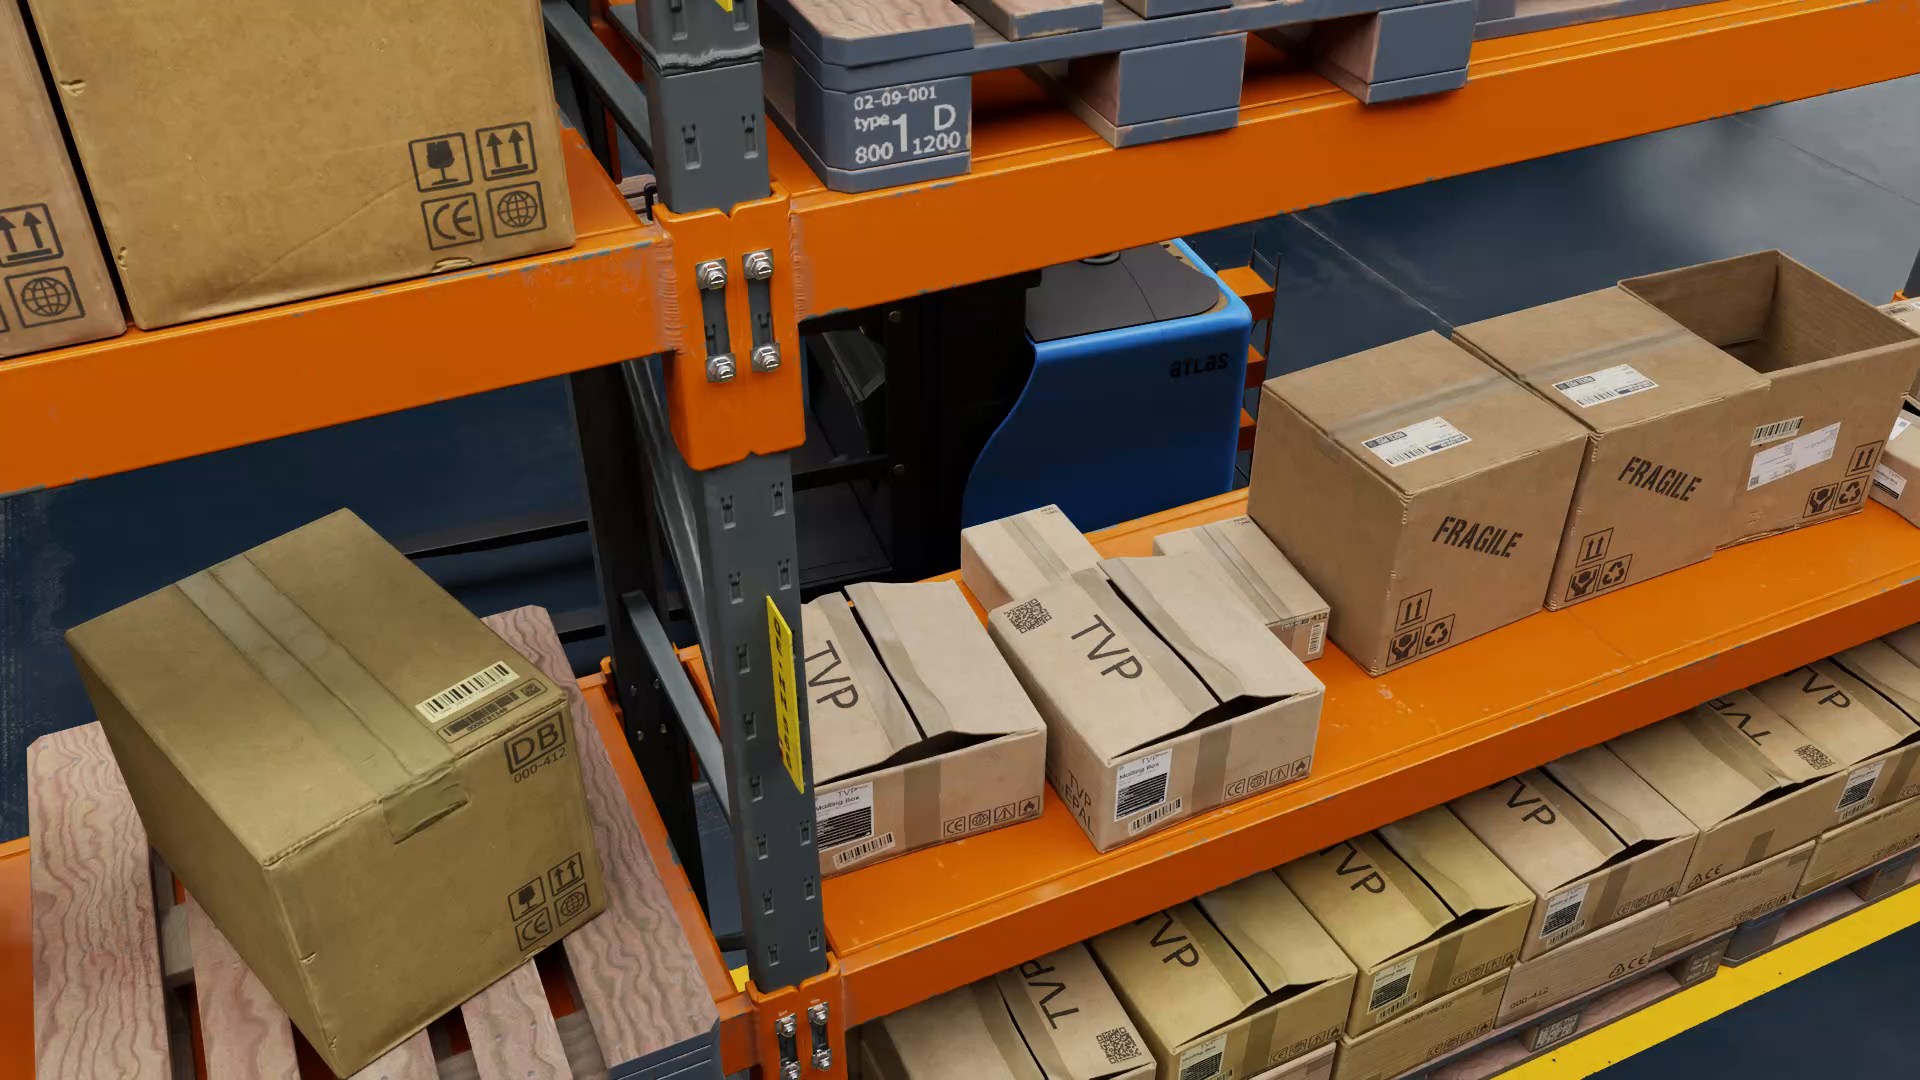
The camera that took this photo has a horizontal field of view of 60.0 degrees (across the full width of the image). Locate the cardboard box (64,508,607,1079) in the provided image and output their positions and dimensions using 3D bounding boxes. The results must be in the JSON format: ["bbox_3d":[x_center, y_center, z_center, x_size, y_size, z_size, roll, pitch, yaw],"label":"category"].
[{"bbox_3d":[-1.026,0.390,2.769,0.500,0.500,0.700,-30,46,-34],"label":"cardboard box"}]

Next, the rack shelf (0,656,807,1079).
[{"bbox_3d":[-2.314,1.174,2.753,4.000,0.370,1.077,-16,39,-20],"label":"rack shelf"}]

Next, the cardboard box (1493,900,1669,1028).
[{"bbox_3d":[1.483,0.948,4.409,0.500,0.250,0.500,-15,39,-19],"label":"cardboard box"}]

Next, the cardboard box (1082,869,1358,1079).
[{"bbox_3d":[0.567,0.978,3.899,0.500,0.311,0.500,-17,40,-21],"label":"cardboard box"}]

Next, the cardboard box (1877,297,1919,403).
[{"bbox_3d":[2.690,-0.425,4.431,0.500,0.250,0.500,-13,39,-17],"label":"cardboard box"}]

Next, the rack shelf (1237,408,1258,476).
[{"bbox_3d":[0.977,-0.381,6.367,0.240,0.259,0.215,-12,38,-15],"label":"rack shelf"}]

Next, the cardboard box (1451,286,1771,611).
[{"bbox_3d":[1.485,-0.228,3.955,0.500,0.500,0.500,-16,39,-20],"label":"cardboard box"}]

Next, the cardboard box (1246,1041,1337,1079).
[{"bbox_3d":[0.550,1.213,4.052,0.500,0.250,0.500,-17,40,-21],"label":"cardboard box"}]

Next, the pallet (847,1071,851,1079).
[{"bbox_3d":[0.258,1.312,4.304,1.213,0.211,1.003,-16,39,-20],"label":"pallet"}]

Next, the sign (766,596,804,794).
[{"bbox_3d":[-0.264,0.236,2.508,0.005,0.325,0.100,-16,39,-20],"label":"sign"}]

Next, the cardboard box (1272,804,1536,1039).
[{"bbox_3d":[1.030,0.850,4.071,0.500,0.311,0.500,-17,40,-21],"label":"cardboard box"}]

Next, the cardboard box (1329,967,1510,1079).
[{"bbox_3d":[1.018,1.078,4.234,0.500,0.250,0.500,-17,40,-21],"label":"cardboard box"}]

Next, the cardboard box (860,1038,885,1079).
[{"bbox_3d":[0.096,1.341,3.880,0.500,0.250,0.500,-16,39,-20],"label":"cardboard box"}]

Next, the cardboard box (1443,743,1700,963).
[{"bbox_3d":[1.495,0.720,4.247,0.500,0.311,0.500,-16,39,-21],"label":"cardboard box"}]

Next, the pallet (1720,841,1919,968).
[{"bbox_3d":[2.467,0.694,5.137,1.213,0.211,1.003,-16,39,-20],"label":"pallet"}]

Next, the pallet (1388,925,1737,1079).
[{"bbox_3d":[1.361,1.005,4.718,1.213,0.211,1.003,-16,39,-20],"label":"pallet"}]

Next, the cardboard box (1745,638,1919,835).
[{"bbox_3d":[2.405,0.469,4.584,0.500,0.311,0.500,-15,39,-19],"label":"cardboard box"}]

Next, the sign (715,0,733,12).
[{"bbox_3d":[-0.275,-0.740,1.778,0.005,0.325,0.100,-16,39,-20],"label":"sign"}]

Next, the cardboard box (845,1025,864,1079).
[{"bbox_3d":[-0.131,1.050,4.272,0.500,0.250,0.500,-15,39,-19],"label":"cardboard box"}]

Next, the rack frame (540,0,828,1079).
[{"bbox_3d":[-0.503,0.379,3.221,0.127,3.000,1.000,-16,39,-20],"label":"rack frame"}]

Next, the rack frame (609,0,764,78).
[{"bbox_3d":[-0.503,-2.031,1.434,0.127,3.000,1.000,-16,39,-20],"label":"rack frame"}]

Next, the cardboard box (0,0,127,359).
[{"bbox_3d":[-1.346,-0.608,1.950,0.500,0.500,0.910,-16,39,-20],"label":"cardboard box"}]

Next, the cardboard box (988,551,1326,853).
[{"bbox_3d":[0.389,0.293,3.412,0.500,0.311,0.500,-16,39,-20],"label":"cardboard box"}]

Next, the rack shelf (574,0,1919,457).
[{"bbox_3d":[1.307,-1.043,3.224,4.000,0.370,1.077,-16,39,-20],"label":"rack shelf"}]

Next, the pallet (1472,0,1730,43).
[{"bbox_3d":[1.084,-1.255,3.064,1.213,0.211,1.003,-14,39,-18],"label":"pallet"}]

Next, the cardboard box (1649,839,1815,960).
[{"bbox_3d":[1.944,0.820,4.582,0.500,0.250,0.500,-15,39,-19],"label":"cardboard box"}]

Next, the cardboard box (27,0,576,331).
[{"bbox_3d":[-0.884,-0.737,2.124,0.500,0.500,0.910,-16,39,-20],"label":"cardboard box"}]

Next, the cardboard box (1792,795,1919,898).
[{"bbox_3d":[2.407,0.691,4.757,0.500,0.250,0.500,-16,40,-21],"label":"cardboard box"}]

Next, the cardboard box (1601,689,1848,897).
[{"bbox_3d":[1.952,0.594,4.416,0.500,0.311,0.500,-16,39,-20],"label":"cardboard box"}]

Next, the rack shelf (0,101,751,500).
[{"bbox_3d":[-2.314,-0.031,1.859,4.000,0.370,1.077,-16,39,-20],"label":"rack shelf"}]

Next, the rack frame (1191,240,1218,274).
[{"bbox_3d":[0.861,-0.589,6.163,0.008,1.050,0.200,-12,38,-15],"label":"rack frame"}]

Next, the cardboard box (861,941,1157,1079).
[{"bbox_3d":[0.096,1.115,3.713,0.500,0.311,0.500,-14,39,-18],"label":"cardboard box"}]

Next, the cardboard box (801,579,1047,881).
[{"bbox_3d":[-0.156,0.346,3.340,0.500,0.311,0.500,-13,39,-17],"label":"cardboard box"}]

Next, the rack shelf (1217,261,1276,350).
[{"bbox_3d":[0.977,-0.832,6.032,0.240,0.259,0.215,-12,38,-15],"label":"rack shelf"}]

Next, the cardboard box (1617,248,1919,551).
[{"bbox_3d":[1.939,-0.355,4.126,0.500,0.500,0.500,-13,38,-17],"label":"cardboard box"}]

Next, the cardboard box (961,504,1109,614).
[{"bbox_3d":[0.193,0.103,3.804,0.250,0.149,0.380,-16,39,-20],"label":"cardboard box"}]

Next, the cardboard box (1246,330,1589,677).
[{"bbox_3d":[1.009,-0.095,3.776,0.500,0.500,0.500,-18,40,-22],"label":"cardboard box"}]

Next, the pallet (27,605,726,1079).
[{"bbox_3d":[-1.087,0.666,2.996,1.003,0.211,1.213,-16,39,-20],"label":"pallet"}]

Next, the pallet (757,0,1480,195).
[{"bbox_3d":[0.073,-0.970,2.680,1.003,0.211,1.213,-14,39,-18],"label":"pallet"}]

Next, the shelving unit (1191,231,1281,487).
[{"bbox_3d":[0.977,-0.613,6.195,0.252,1.050,0.215,-12,38,-15],"label":"shelving unit"}]

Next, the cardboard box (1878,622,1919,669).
[{"bbox_3d":[2.873,0.334,4.766,0.500,0.311,0.500,-16,39,-20],"label":"cardboard box"}]

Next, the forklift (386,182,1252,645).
[{"bbox_3d":[-0.589,-1.058,5.215,3.031,2.935,1.130,-11,38,-15],"label":"forklift"}]

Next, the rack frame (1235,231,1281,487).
[{"bbox_3d":[1.092,-0.636,6.227,0.008,1.050,0.200,-12,38,-15],"label":"rack frame"}]

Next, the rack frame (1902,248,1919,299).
[{"bbox_3d":[3.118,-0.633,4.586,0.127,3.000,1.000,-16,39,-20],"label":"rack frame"}]

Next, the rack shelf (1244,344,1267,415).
[{"bbox_3d":[0.977,-0.604,6.201,0.240,0.259,0.215,-12,38,-15],"label":"rack shelf"}]

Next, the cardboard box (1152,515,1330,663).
[{"bbox_3d":[0.627,0.127,3.772,0.250,0.149,0.380,-13,38,-17],"label":"cardboard box"}]

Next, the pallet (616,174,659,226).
[{"bbox_3d":[-1.887,-1.348,7.891,1.213,0.211,1.003,-16,39,-20],"label":"pallet"}]

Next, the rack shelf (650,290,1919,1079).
[{"bbox_3d":[1.307,0.162,4.118,4.000,0.370,1.077,-16,39,-20],"label":"rack shelf"}]

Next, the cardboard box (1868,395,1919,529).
[{"bbox_3d":[2.400,-0.258,4.193,0.258,0.266,0.396,-17,40,-21],"label":"cardboard box"}]
